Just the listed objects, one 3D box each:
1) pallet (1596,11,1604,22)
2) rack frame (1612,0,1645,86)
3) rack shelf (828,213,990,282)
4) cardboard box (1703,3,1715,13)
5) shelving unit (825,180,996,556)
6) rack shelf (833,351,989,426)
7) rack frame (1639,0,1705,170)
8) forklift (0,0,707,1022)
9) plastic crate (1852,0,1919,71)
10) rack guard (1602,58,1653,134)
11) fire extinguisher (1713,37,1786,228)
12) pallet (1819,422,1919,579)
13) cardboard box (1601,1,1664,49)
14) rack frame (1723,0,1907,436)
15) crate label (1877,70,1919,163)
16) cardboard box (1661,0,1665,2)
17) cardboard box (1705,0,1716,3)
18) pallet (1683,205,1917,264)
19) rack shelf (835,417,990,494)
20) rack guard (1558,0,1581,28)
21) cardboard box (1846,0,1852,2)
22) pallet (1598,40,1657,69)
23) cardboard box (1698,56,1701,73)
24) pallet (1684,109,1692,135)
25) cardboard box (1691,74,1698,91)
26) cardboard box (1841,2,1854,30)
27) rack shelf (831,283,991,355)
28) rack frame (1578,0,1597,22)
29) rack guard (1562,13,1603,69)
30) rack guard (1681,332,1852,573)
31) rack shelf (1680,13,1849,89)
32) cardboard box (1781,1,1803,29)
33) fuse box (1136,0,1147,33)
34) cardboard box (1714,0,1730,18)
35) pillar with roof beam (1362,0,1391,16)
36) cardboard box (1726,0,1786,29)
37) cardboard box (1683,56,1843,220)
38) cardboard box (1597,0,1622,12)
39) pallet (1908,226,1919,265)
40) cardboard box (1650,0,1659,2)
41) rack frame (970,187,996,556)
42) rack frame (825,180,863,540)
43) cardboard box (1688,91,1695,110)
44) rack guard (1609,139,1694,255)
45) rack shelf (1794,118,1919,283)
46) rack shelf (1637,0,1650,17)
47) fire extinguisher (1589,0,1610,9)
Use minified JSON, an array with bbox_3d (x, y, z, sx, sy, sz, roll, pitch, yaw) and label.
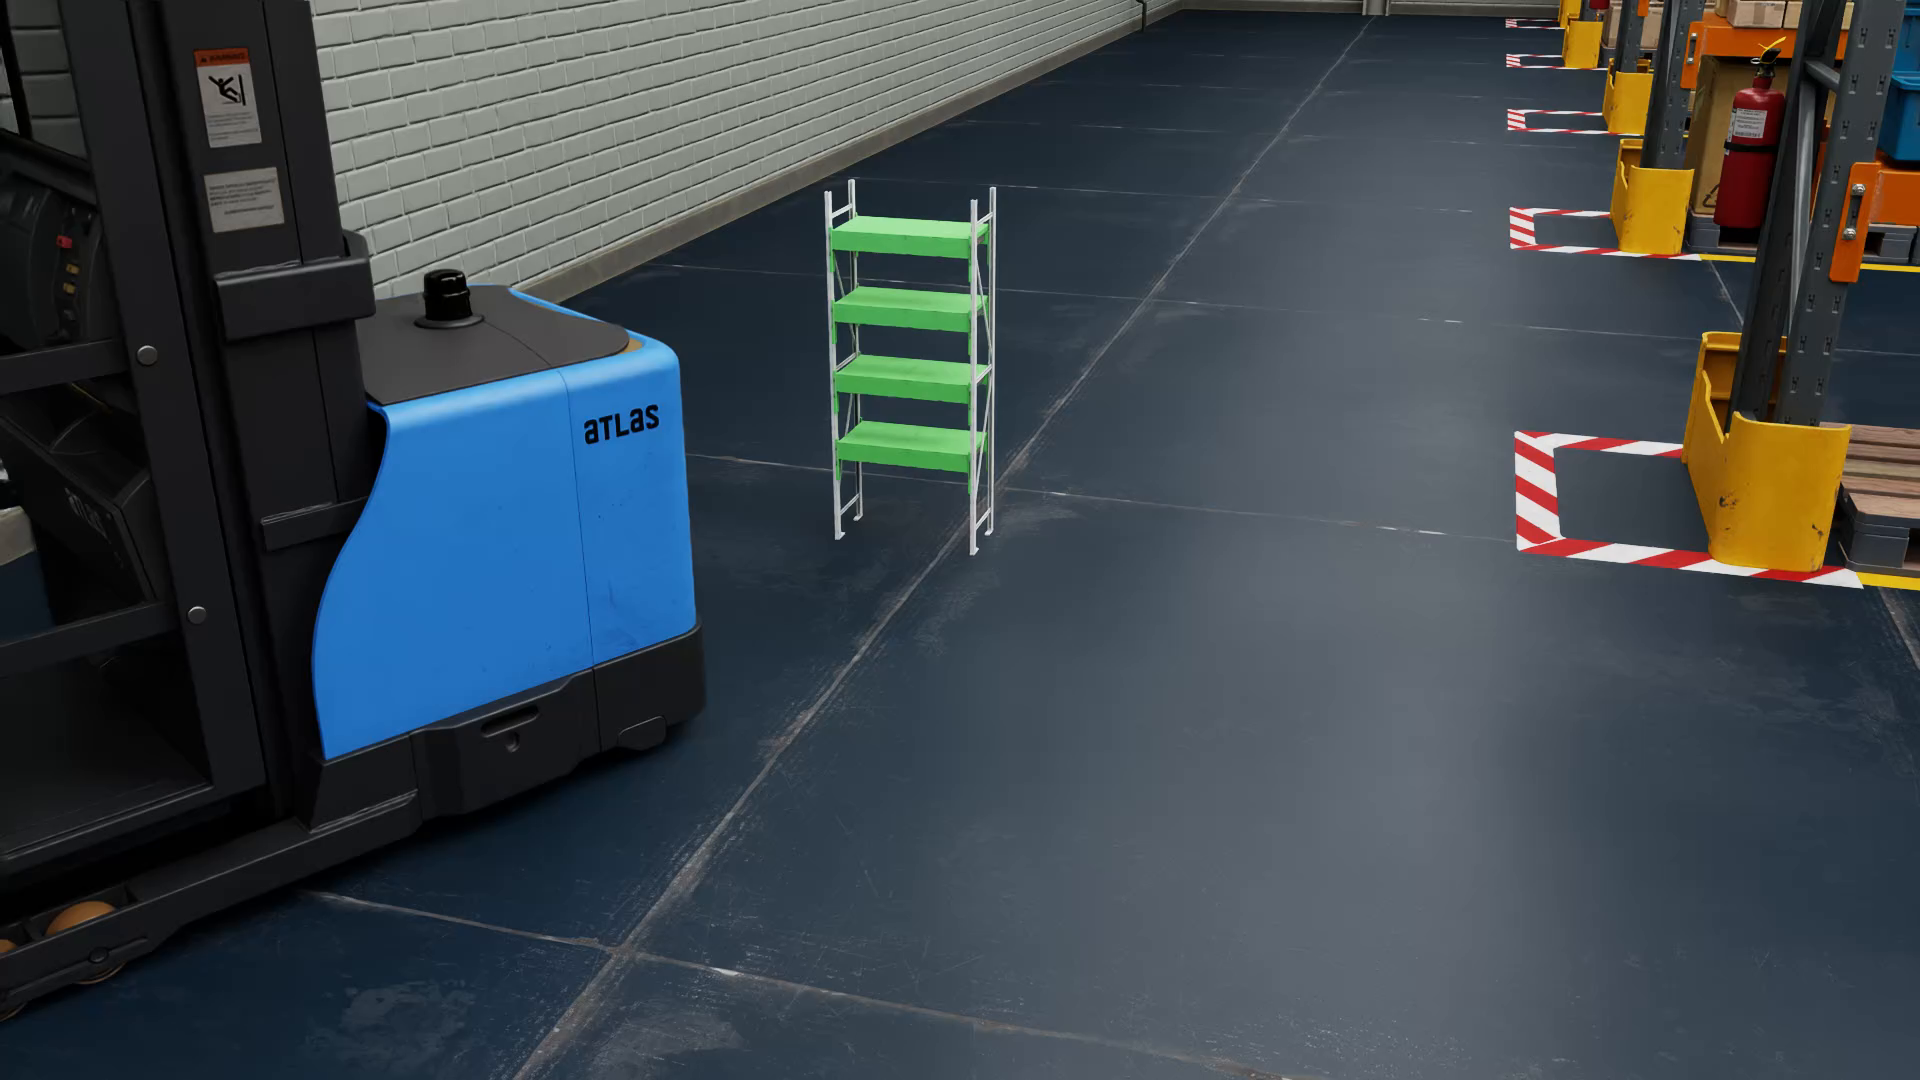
[{"bbox_3d":[9.444,-7.323,23.345,1.213,0.211,1.003,7,23,16],"label":"pallet"},{"bbox_3d":[5.845,-5.095,14.240,0.127,3.000,1.000,7,23,16],"label":"rack frame"},{"bbox_3d":[-0.158,-0.958,5.429,0.480,0.148,0.258,7,23,16],"label":"rack shelf"},{"bbox_3d":[8.717,-5.781,18.733,0.875,0.438,0.875,7,23,17],"label":"cardboard box"},{"bbox_3d":[-0.158,-0.573,5.587,0.503,1.200,0.258,7,23,16],"label":"shelving unit"},{"bbox_3d":[-0.158,-0.514,5.611,0.480,0.148,0.258,7,23,16],"label":"rack shelf"},{"bbox_3d":[4.315,-3.304,9.873,0.127,3.000,1.000,7,23,16],"label":"rack frame"},{"bbox_3d":[-2.106,-0.596,3.362,3.031,2.935,1.130,-20,29,-39],"label":"forklift"},{"bbox_3d":[3.259,-1.580,5.544,0.499,0.435,0.616,7,23,16],"label":"plastic crate"},{"bbox_3d":[5.917,-3.931,14.694,0.348,0.500,1.175,7,23,16],"label":"rack guard"},{"bbox_3d":[2.871,-1.478,6.015,0.183,0.674,0.296,7,23,16],"label":"fire extinguisher"},{"bbox_3d":[3.663,-0.110,5.761,1.213,0.211,1.003,7,23,16],"label":"pallet"},{"bbox_3d":[7.839,-5.878,18.970,0.875,0.438,0.875,6,23,14],"label":"cardboard box"},{"bbox_3d":[2.884,-1.505,5.486,0.127,3.000,1.000,7,23,16],"label":"rack frame"},{"bbox_3d":[3.026,-1.309,5.149,0.303,0.233,0.416,7,23,16],"label":"crate label"},{"bbox_3d":[9.973,-7.537,22.933,0.500,0.500,0.700,8,23,18],"label":"cardboard box"},{"bbox_3d":[10.451,-7.443,22.703,0.500,0.500,0.500,7,23,17],"label":"cardboard box"},{"bbox_3d":[5.103,-1.955,10.258,1.213,0.211,1.003,7,23,16],"label":"pallet"},{"bbox_3d":[-0.158,-0.292,5.702,0.480,0.148,0.258,7,23,16],"label":"rack shelf"},{"bbox_3d":[8.681,-7.544,23.503,0.348,0.500,1.175,7,23,16],"label":"rack guard"},{"bbox_3d":[5.196,-3.167,9.345,0.500,0.250,0.500,6,23,15],"label":"cardboard box"},{"bbox_3d":[7.966,-5.556,19.036,1.213,0.211,1.003,7,23,16],"label":"pallet"},{"bbox_3d":[6.248,-4.065,14.147,0.250,0.149,0.380,5,23,13],"label":"cardboard box"},{"bbox_3d":[6.685,-3.695,14.500,1.213,0.211,1.003,7,23,16],"label":"pallet"},{"bbox_3d":[6.272,-3.958,14.277,0.250,0.149,0.380,8,23,18],"label":"cardboard box"},{"bbox_3d":[5.051,-2.974,9.398,0.250,0.149,0.380,6,23,14],"label":"cardboard box"},{"bbox_3d":[-0.158,-0.736,5.520,0.480,0.148,0.258,7,23,16],"label":"rack shelf"},{"bbox_3d":[7.178,-6.905,18.651,0.127,3.000,1.000,7,23,16],"label":"rack frame"},{"bbox_3d":[7.155,-5.751,19.132,0.348,0.500,1.175,7,23,16],"label":"rack guard"},{"bbox_3d":[2.858,-0.346,5.956,0.348,0.500,1.175,7,23,16],"label":"rack guard"},{"bbox_3d":[6.230,-2.752,9.475,4.000,0.370,1.077,7,23,16],"label":"rack shelf"},{"bbox_3d":[4.806,-3.002,9.467,0.250,0.149,0.380,6,23,15],"label":"cardboard box"},{"bbox_3d":[2.519,-7.666,22.204,0.414,1.711,0.539,7,23,16],"label":"fuse box"},{"bbox_3d":[4.751,-3.269,10.118,0.250,0.149,0.380,7,23,17],"label":"cardboard box"},{"bbox_3d":[5.043,-10.543,19.616,0.400,9.000,9.100,7,23,16],"label":"pillar with roof beam"},{"bbox_3d":[4.560,-3.029,9.534,0.250,0.149,0.380,7,23,16],"label":"cardboard box"},{"bbox_3d":[4.951,-2.475,10.097,0.875,0.875,0.875,7,23,16],"label":"cardboard box"},{"bbox_3d":[9.166,-7.647,23.195,0.637,0.503,0.797,6,23,13],"label":"cardboard box"},{"bbox_3d":[6.267,-1.821,9.930,1.213,0.211,1.003,7,23,16],"label":"pallet"},{"bbox_3d":[9.562,-7.422,23.115,0.250,0.149,0.380,6,23,13],"label":"cardboard box"},{"bbox_3d":[0.075,-0.547,5.521,0.015,1.200,0.240,7,23,16],"label":"rack frame"},{"bbox_3d":[-0.392,-0.600,5.652,0.015,1.200,0.240,7,23,16],"label":"rack frame"},{"bbox_3d":[6.254,-3.797,14.277,0.250,0.149,0.380,7,23,17],"label":"cardboard box"},{"bbox_3d":[4.292,-2.151,10.354,0.348,0.500,1.175,7,23,16],"label":"rack guard"},{"bbox_3d":[4.799,-0.953,5.088,4.000,0.370,1.077,7,23,16],"label":"rack shelf"},{"bbox_3d":[7.759,-4.543,13.842,4.000,0.370,1.077,7,23,16],"label":"rack shelf"},{"bbox_3d":[5.737,-5.082,14.801,0.183,0.674,0.296,7,23,16],"label":"fire extinguisher"}]
